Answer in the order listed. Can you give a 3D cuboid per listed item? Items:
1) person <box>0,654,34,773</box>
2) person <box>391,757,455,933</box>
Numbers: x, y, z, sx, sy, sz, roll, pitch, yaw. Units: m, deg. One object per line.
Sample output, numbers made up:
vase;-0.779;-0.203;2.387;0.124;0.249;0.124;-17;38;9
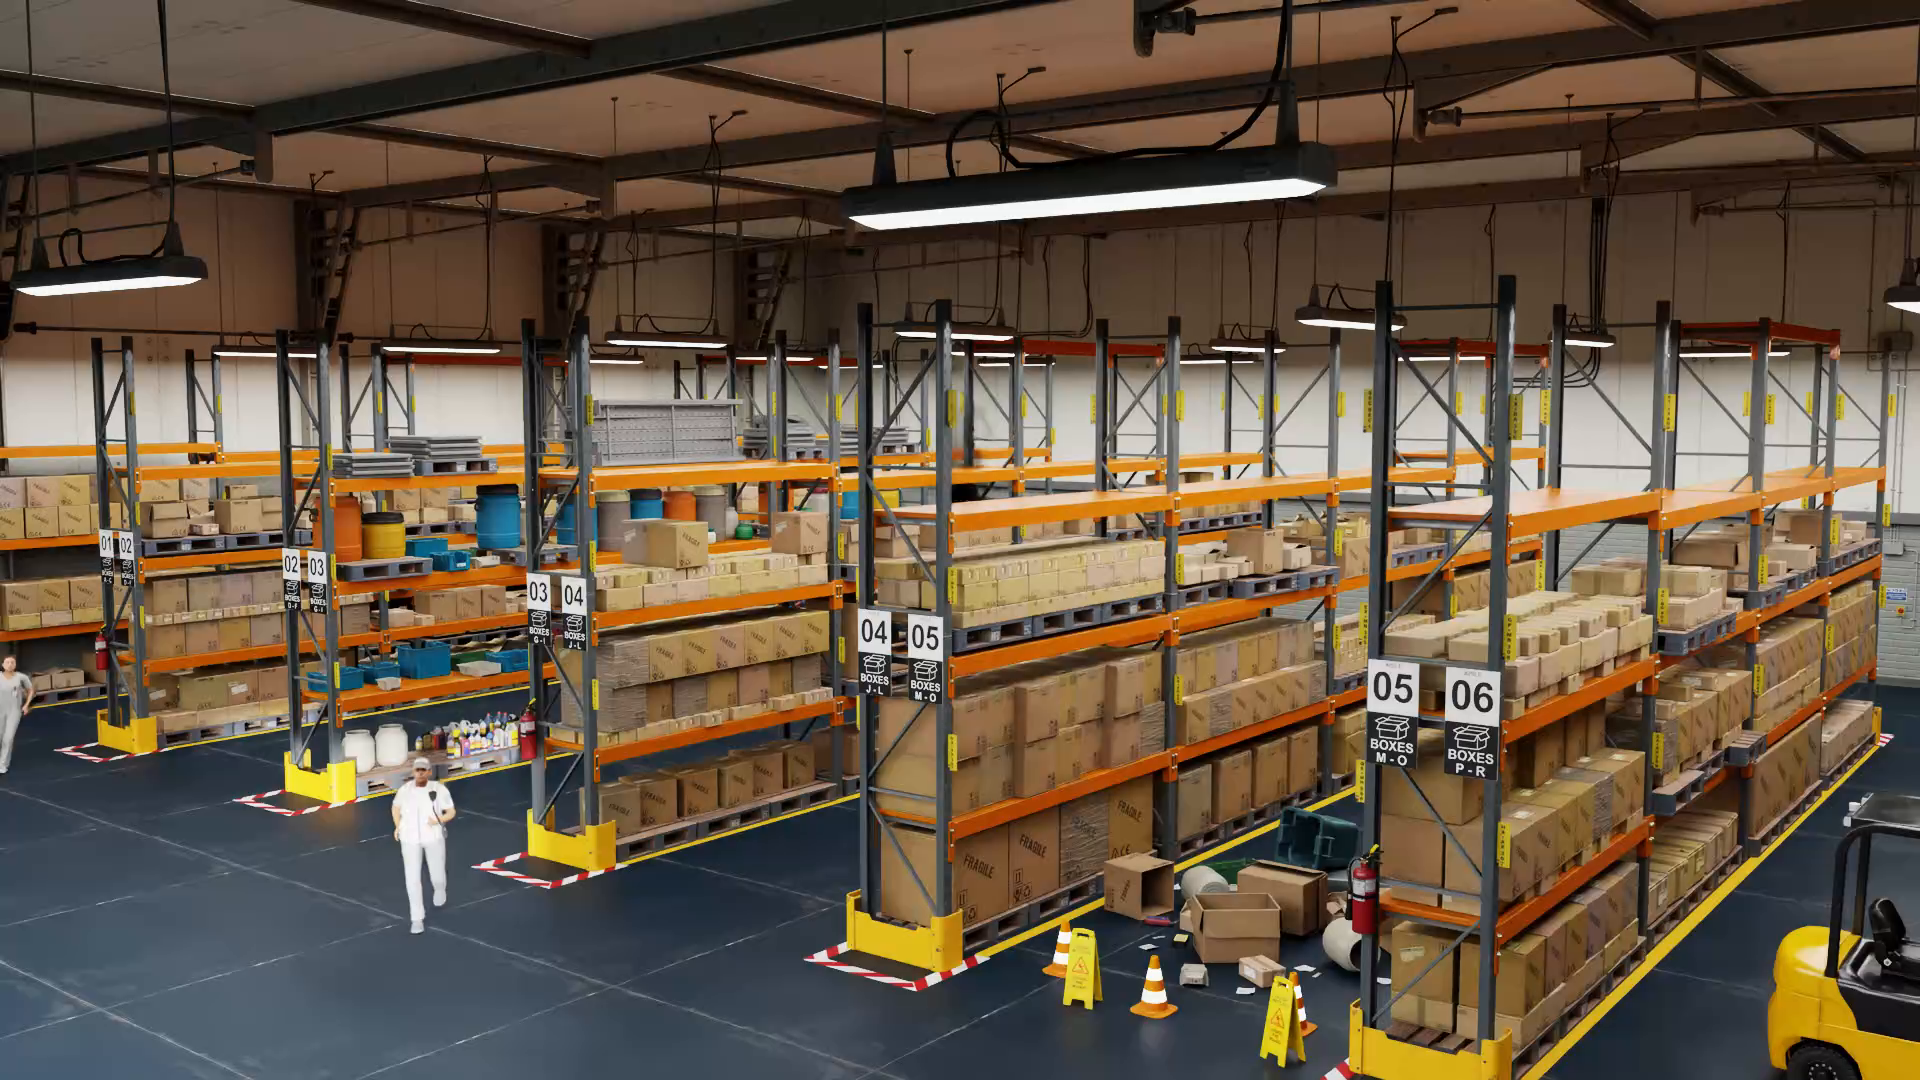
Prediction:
person;-13.103;2.371;22.926;0.602;1.621;0.653;-2;5;-23
person;-5.252;2.931;16.267;0.620;1.634;0.843;-1;5;-11
